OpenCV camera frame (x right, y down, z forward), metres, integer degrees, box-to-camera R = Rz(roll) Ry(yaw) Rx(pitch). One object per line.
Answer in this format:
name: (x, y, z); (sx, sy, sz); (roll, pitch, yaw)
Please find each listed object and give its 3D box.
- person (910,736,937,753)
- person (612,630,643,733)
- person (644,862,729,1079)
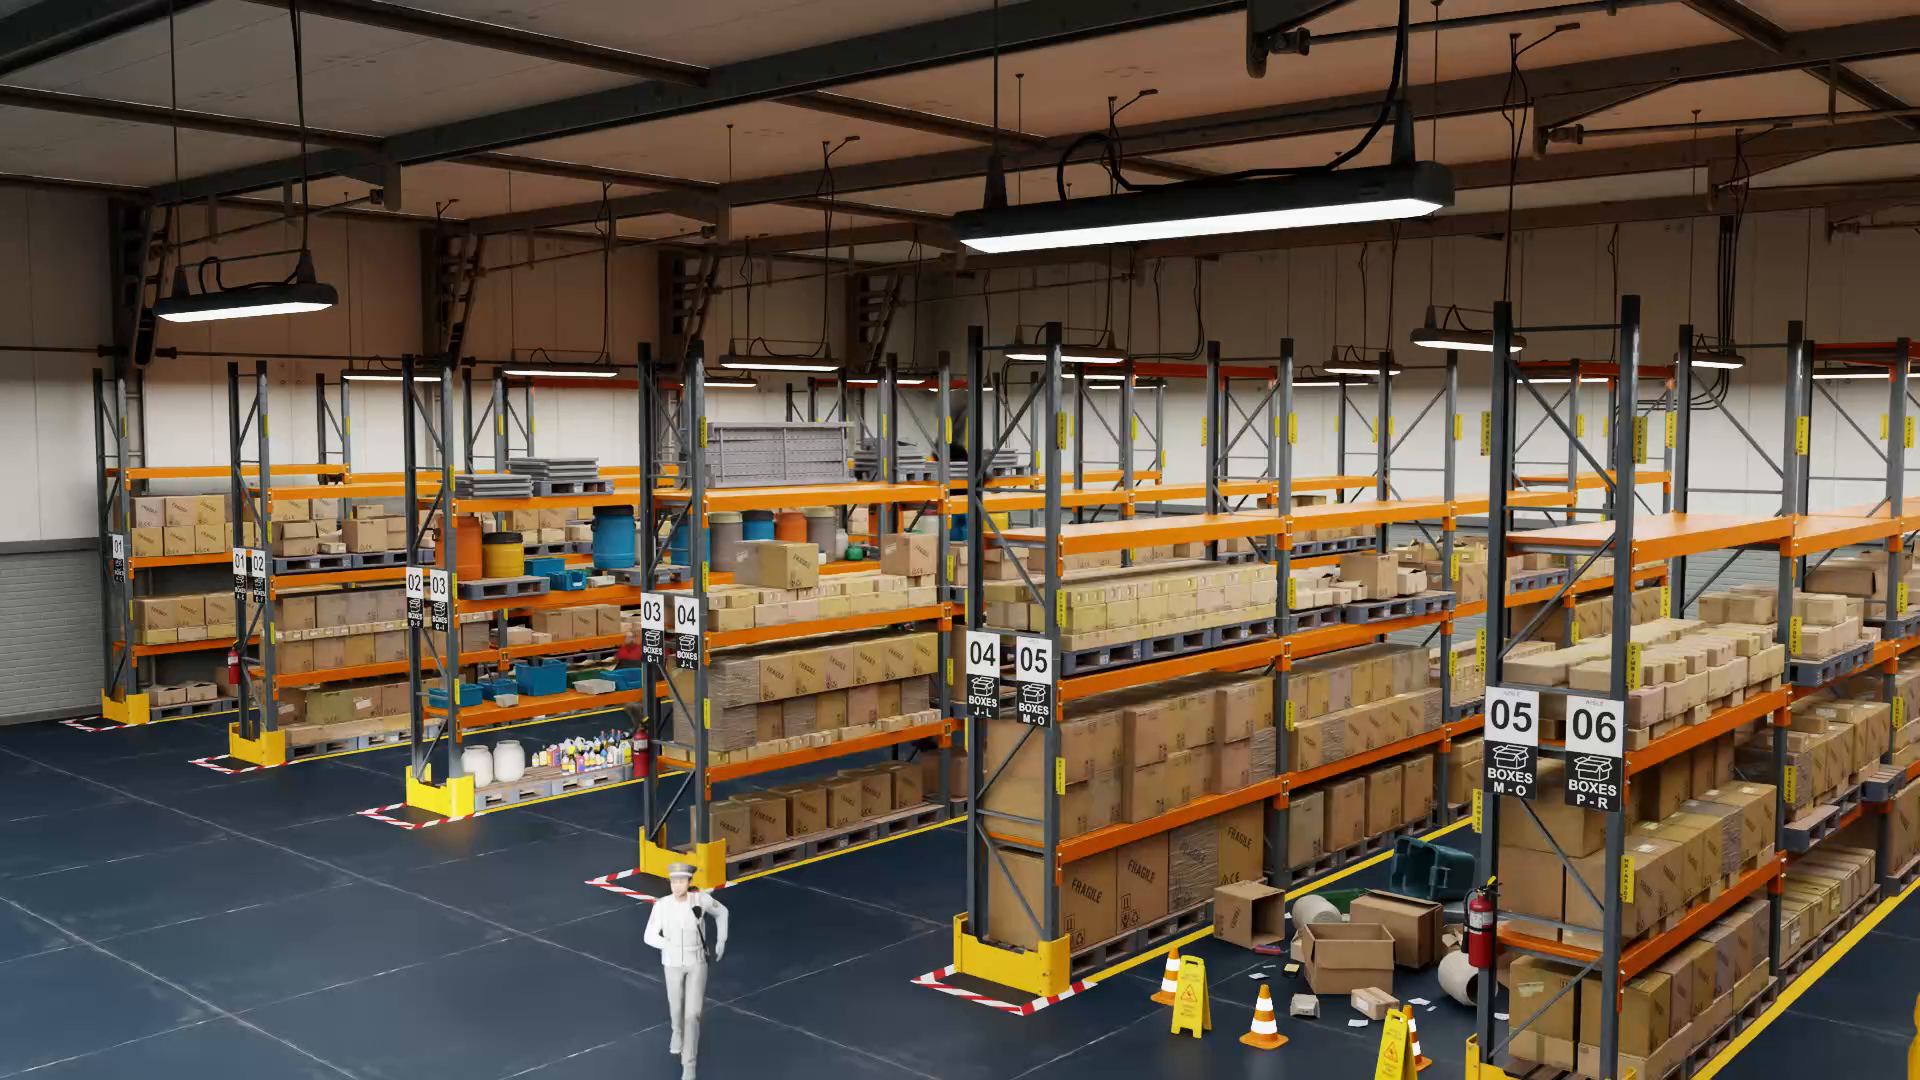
person: (-0.458, 2.595, 24.270); (0.614, 1.609, 0.575); (3, 5, 40)
person: (-5.374, 2.319, 27.069); (0.662, 1.693, 0.643); (2, 5, 29)
person: (-2.148, 3.360, 13.111); (0.625, 1.748, 0.880); (0, 4, 0)
